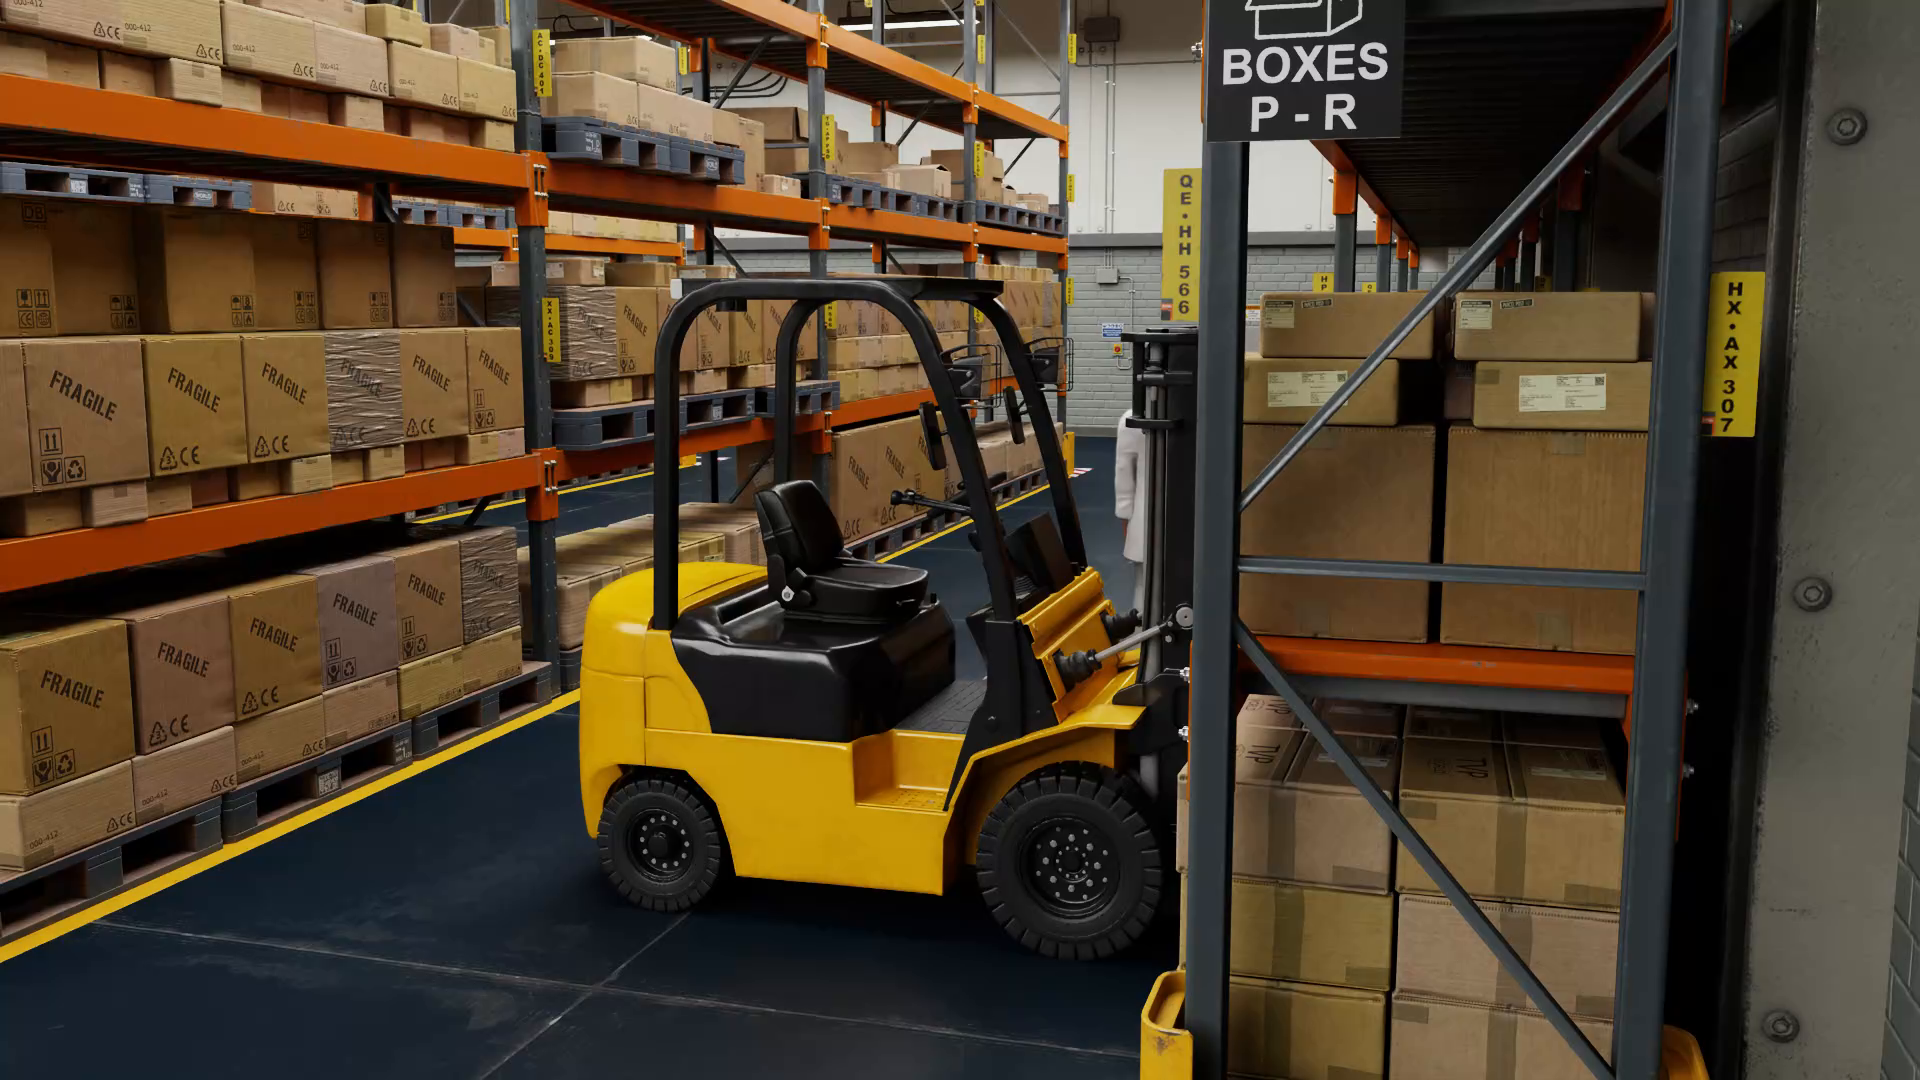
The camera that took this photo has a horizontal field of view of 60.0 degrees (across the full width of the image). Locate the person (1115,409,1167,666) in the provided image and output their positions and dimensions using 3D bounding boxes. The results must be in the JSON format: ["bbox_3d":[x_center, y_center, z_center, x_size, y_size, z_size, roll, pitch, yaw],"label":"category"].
[{"bbox_3d":[1.132,-0.105,9.139,0.562,1.774,0.383,3,9,18],"label":"person"}]
